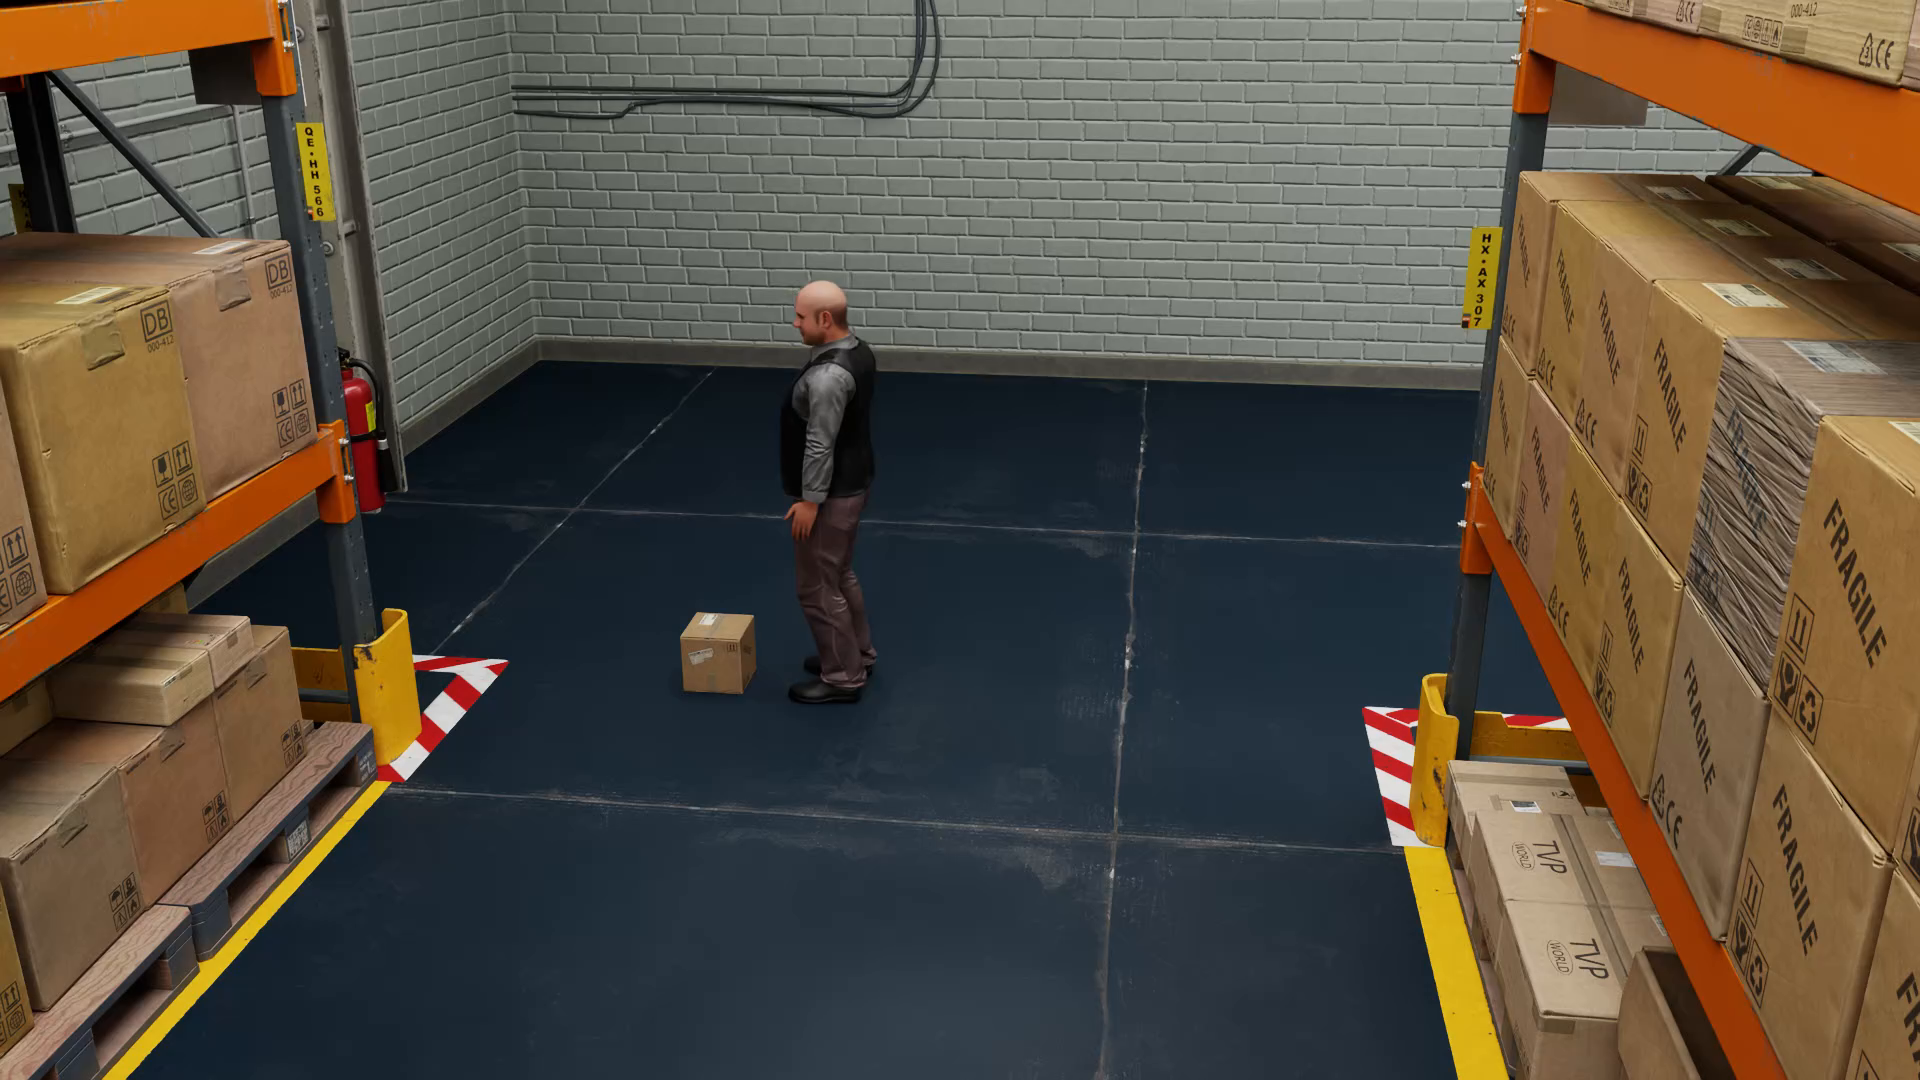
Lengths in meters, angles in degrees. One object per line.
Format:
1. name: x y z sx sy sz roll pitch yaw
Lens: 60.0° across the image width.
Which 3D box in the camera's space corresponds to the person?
1. person: -0.522 -0.180 6.603 0.357 1.714 0.533 3 21 7
